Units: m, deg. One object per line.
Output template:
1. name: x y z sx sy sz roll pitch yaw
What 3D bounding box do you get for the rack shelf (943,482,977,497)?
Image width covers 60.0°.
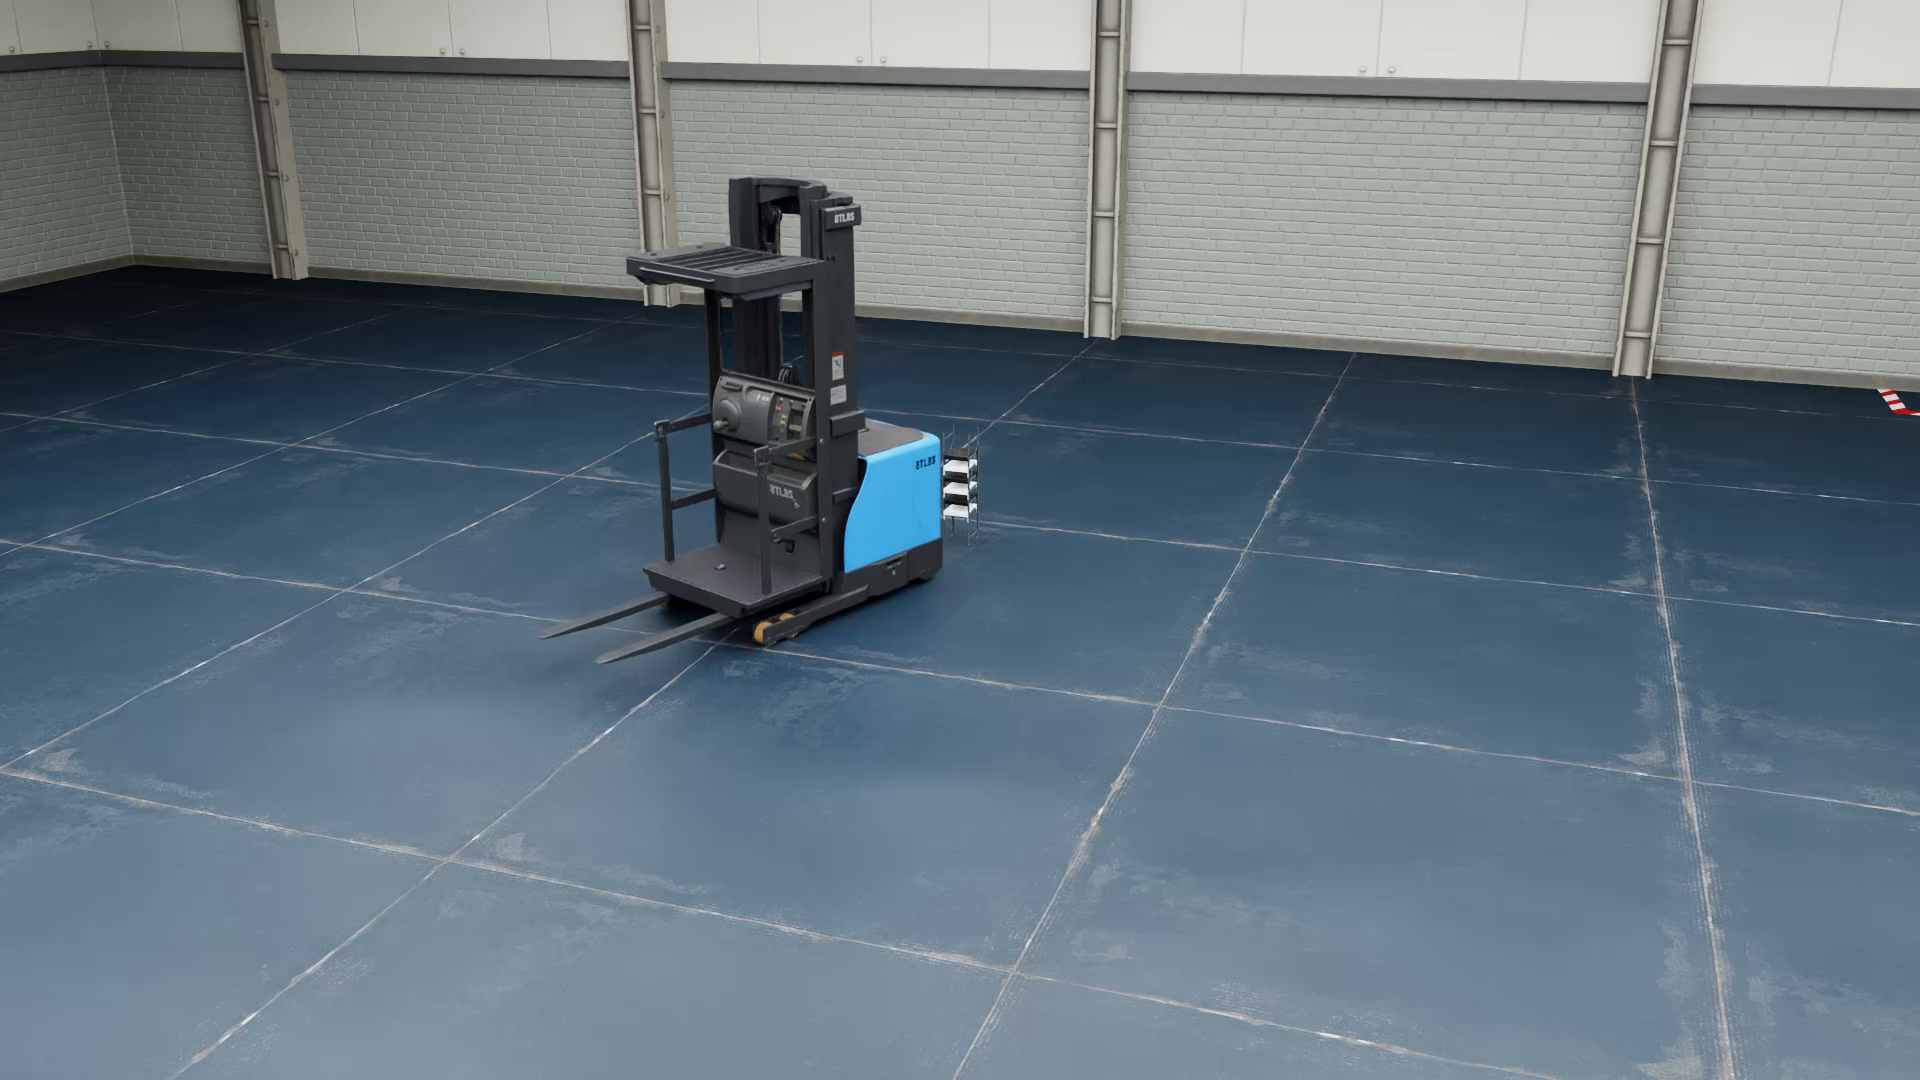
1. rack shelf: 0.008 -0.393 12.937 0.200 0.077 0.258 7 20 18

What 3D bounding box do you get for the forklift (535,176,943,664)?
1. forklift: -1.473 -0.862 11.097 1.130 2.935 3.031 16 25 38

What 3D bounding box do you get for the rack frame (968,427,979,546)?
1. rack frame: 0.104 -0.413 12.894 0.006 0.900 0.240 7 20 18

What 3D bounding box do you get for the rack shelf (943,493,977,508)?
1. rack shelf: 0.008 -0.308 12.966 0.200 0.077 0.258 7 20 18

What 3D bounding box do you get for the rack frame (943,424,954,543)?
1. rack frame: -0.088 -0.435 12.957 0.006 0.900 0.240 7 20 18

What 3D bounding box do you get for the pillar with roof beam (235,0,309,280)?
1. pillar with roof beam: -11.019 -6.683 18.577 0.400 9.000 9.100 7 20 18

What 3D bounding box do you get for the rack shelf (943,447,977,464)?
1. rack shelf: 0.008 -0.648 12.848 0.200 0.077 0.258 7 20 18

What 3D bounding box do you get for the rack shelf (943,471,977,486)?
1. rack shelf: 0.008 -0.478 12.907 0.200 0.077 0.258 7 20 18

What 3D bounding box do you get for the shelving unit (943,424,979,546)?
1. shelving unit: 0.008 -0.424 12.926 0.210 0.900 0.258 7 20 18

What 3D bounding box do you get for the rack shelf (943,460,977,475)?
1. rack shelf: 0.008 -0.563 12.877 0.200 0.077 0.258 7 20 18

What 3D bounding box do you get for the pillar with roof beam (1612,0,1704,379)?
1. pillar with roof beam: 5.985 -4.739 12.999 0.400 9.000 9.100 7 20 18

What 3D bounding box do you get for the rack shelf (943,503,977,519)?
1. rack shelf: 0.008 -0.223 12.996 0.200 0.077 0.258 7 20 18

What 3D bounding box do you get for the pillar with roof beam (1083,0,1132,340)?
1. pillar with roof beam: 0.317 -5.387 14.859 0.400 9.000 9.100 7 20 18

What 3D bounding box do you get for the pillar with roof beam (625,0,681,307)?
1. pillar with roof beam: -5.351 -6.035 16.718 0.400 9.000 9.100 7 20 18
